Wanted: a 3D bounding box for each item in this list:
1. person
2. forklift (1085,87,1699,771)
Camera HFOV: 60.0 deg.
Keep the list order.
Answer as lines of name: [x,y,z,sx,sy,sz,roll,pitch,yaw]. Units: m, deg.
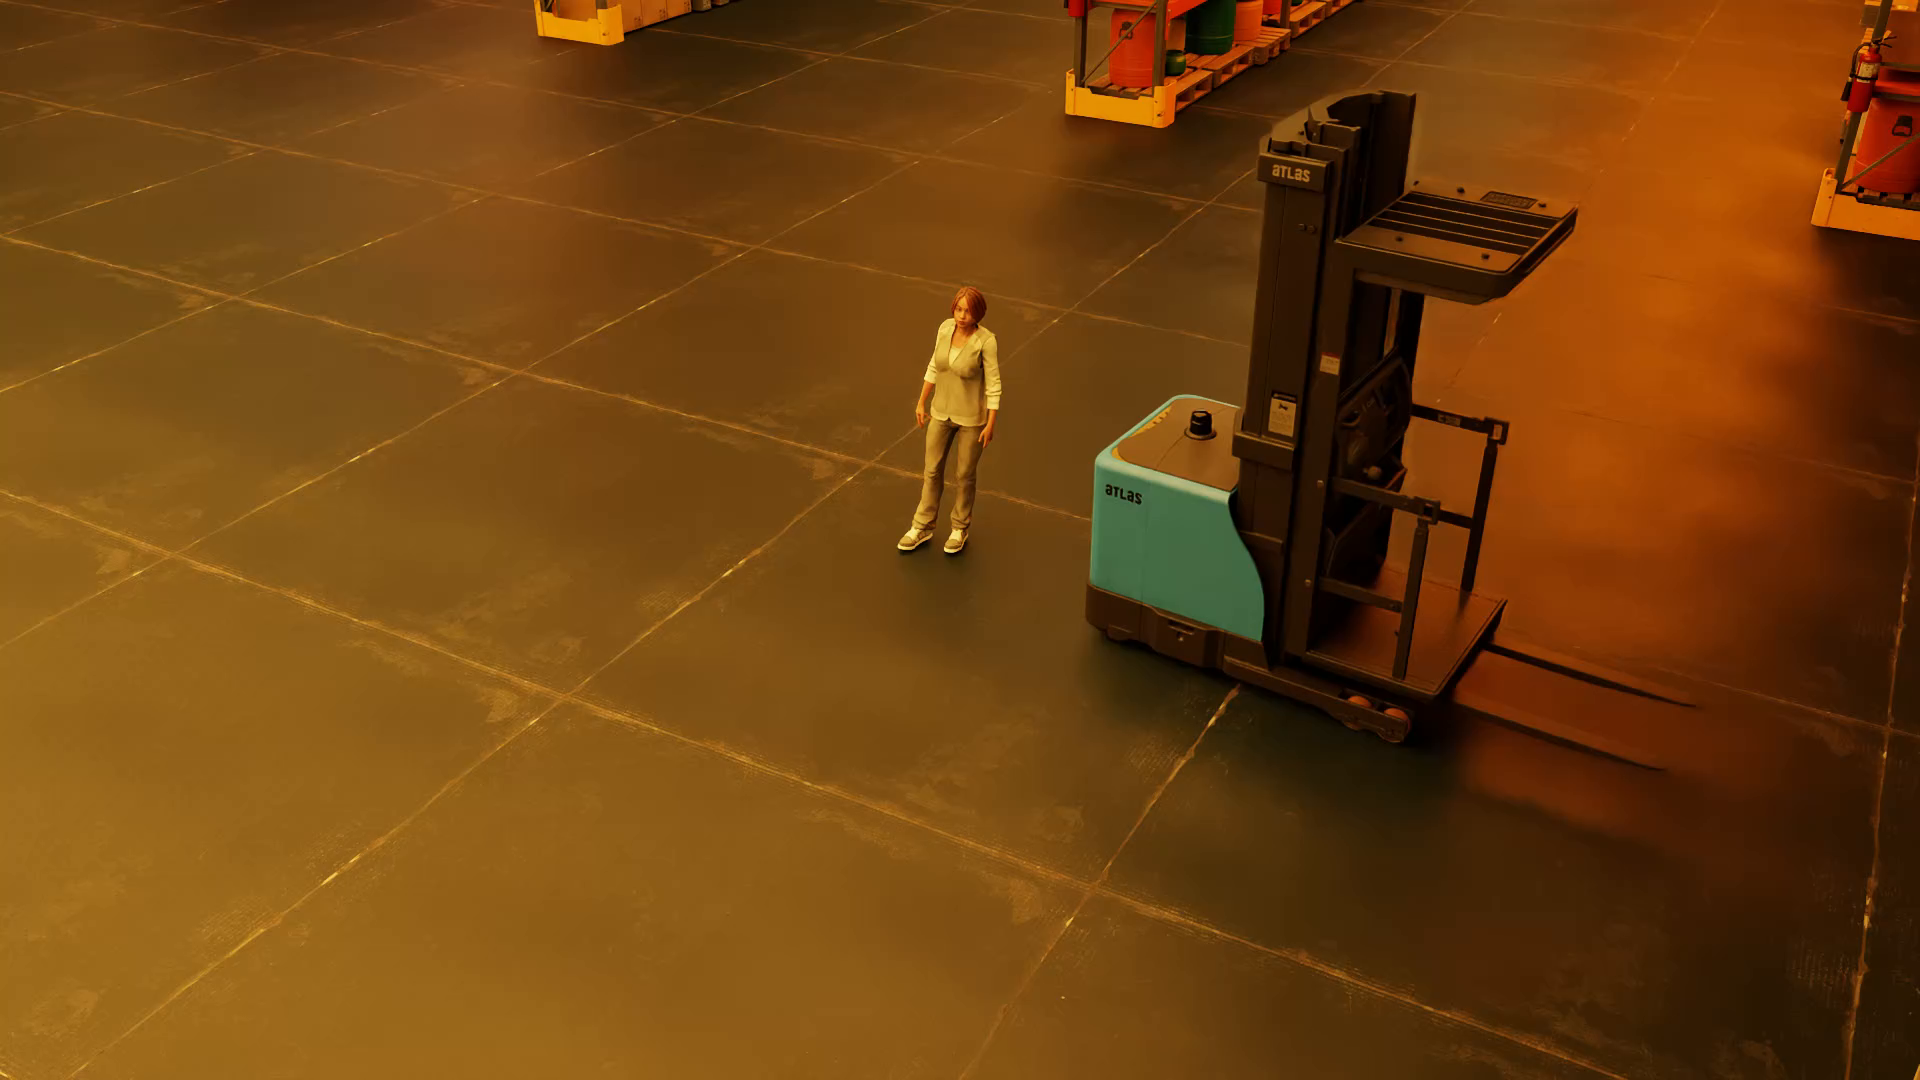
person: [-0.048,-0.669,9.550,0.519,1.598,0.474,15,33,25]
forklift: [2.196,-0.567,8.052,3.031,2.935,1.130,18,35,29]
